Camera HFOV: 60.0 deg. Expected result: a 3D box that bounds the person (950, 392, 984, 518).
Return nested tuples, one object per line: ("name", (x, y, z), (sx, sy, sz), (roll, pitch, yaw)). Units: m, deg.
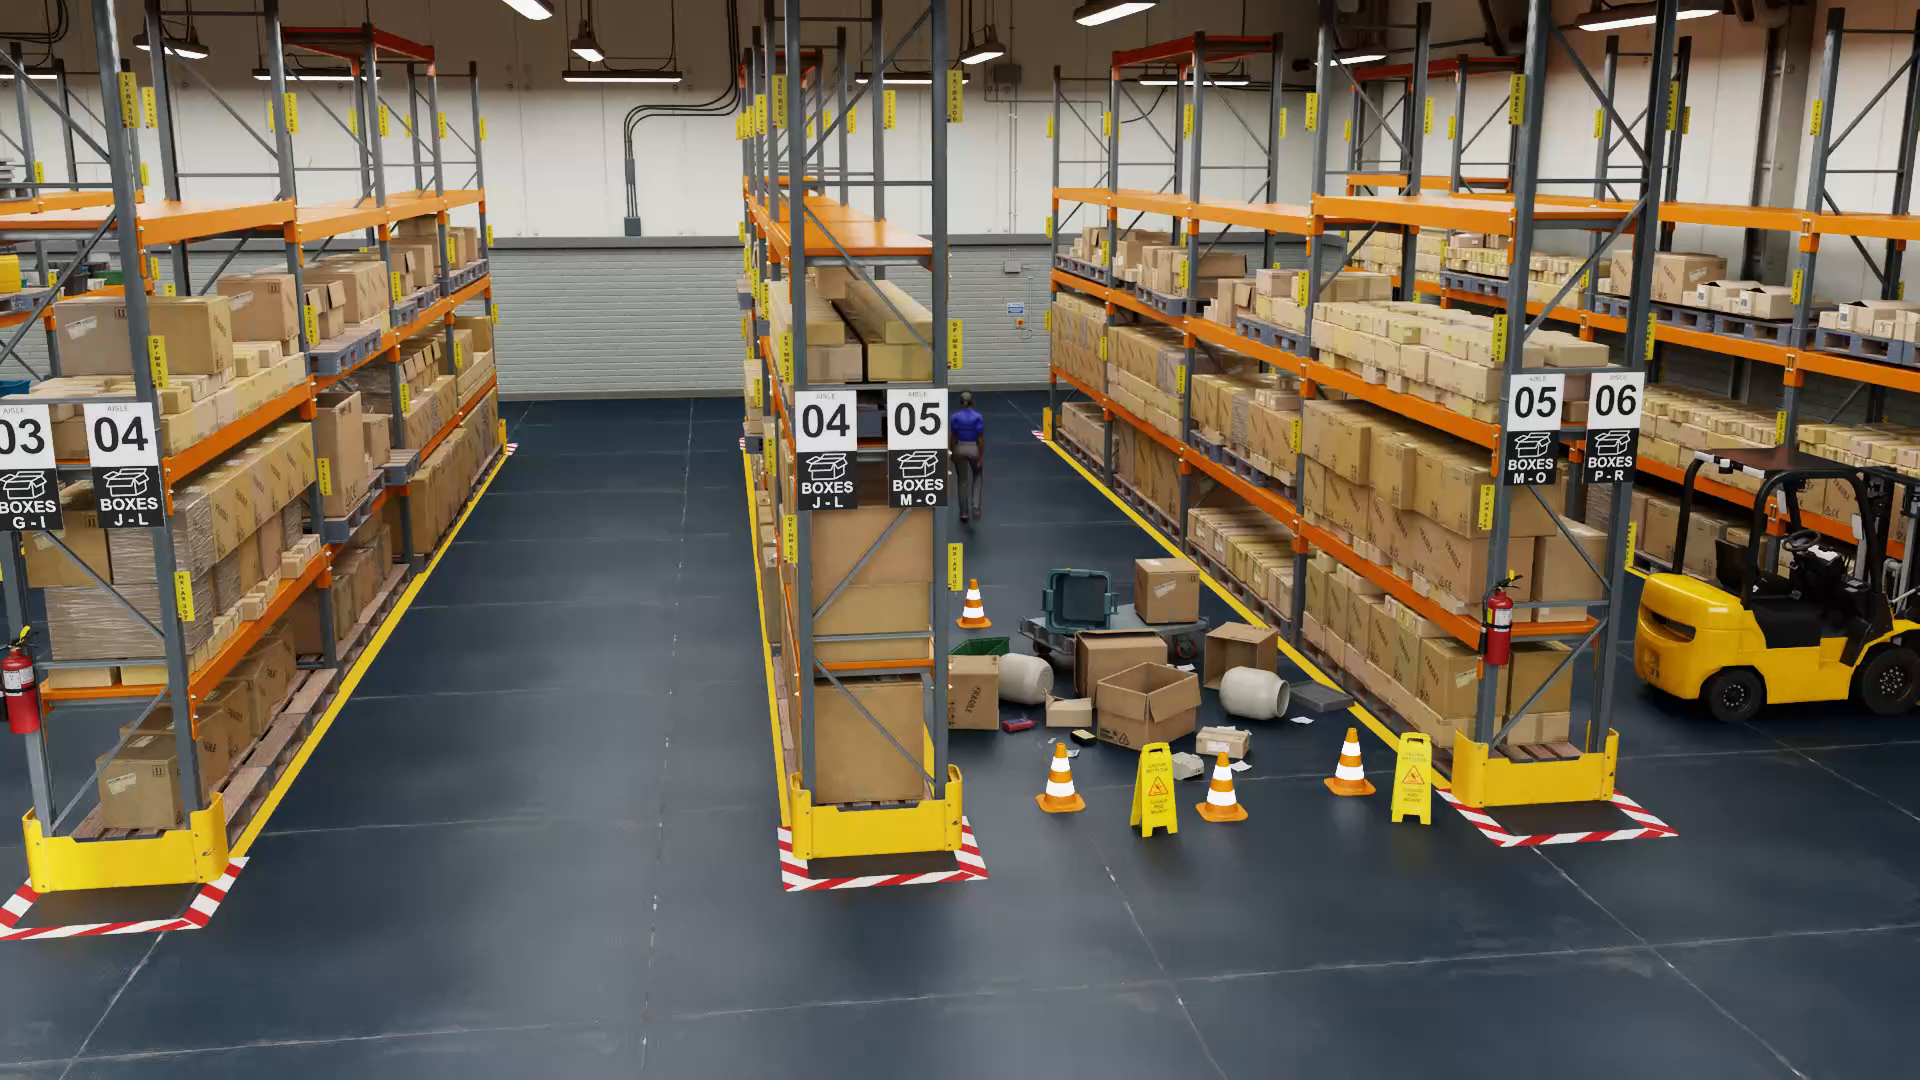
("person", (0.090, -1.094, 21.650), (0.445, 1.703, 0.475), (0, 13, 0))
